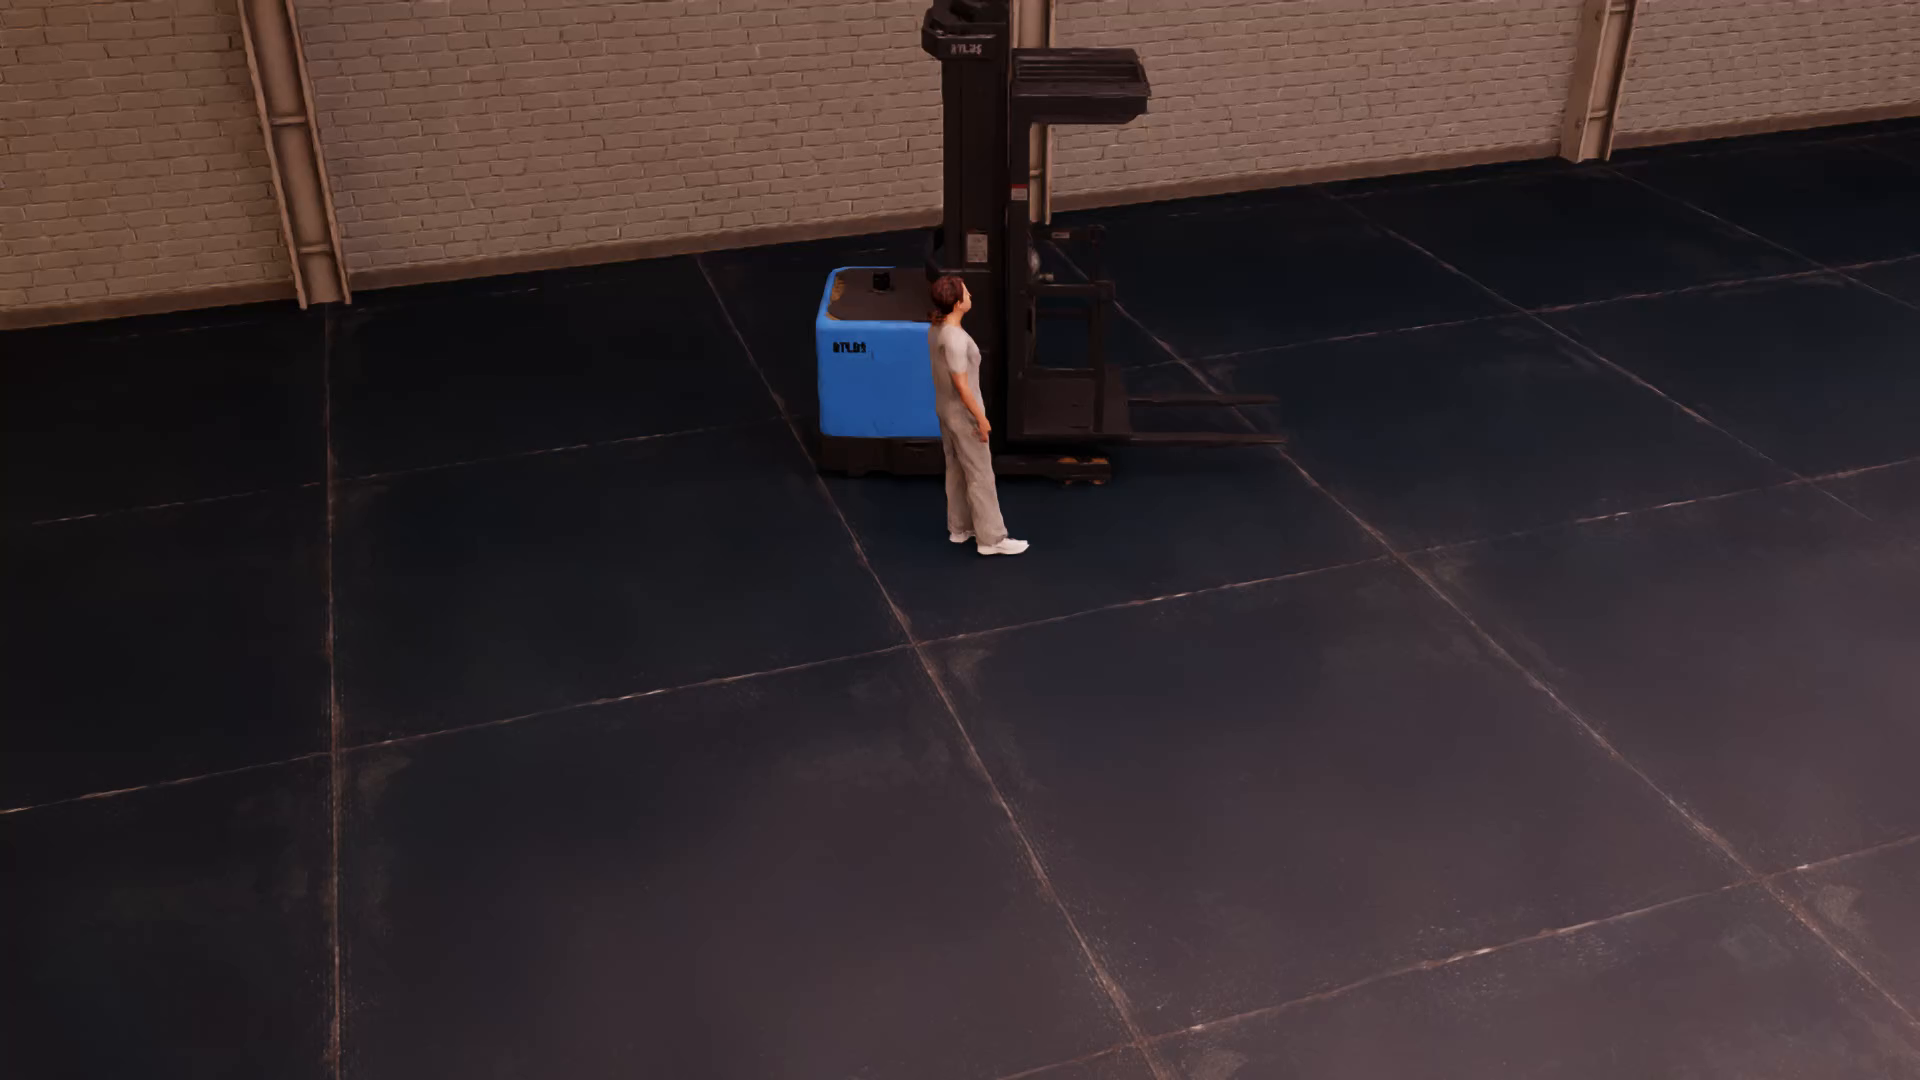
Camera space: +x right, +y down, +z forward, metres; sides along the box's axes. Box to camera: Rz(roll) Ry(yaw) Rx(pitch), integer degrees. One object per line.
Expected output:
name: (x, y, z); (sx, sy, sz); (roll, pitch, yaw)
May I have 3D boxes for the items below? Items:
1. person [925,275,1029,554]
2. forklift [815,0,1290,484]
person: (0.074, -0.738, 9.614); (0.548, 1.673, 0.550); (-10, 31, -16)
forklift: (0.617, -1.899, 10.387); (3.031, 2.935, 1.130); (1, 30, 1)
